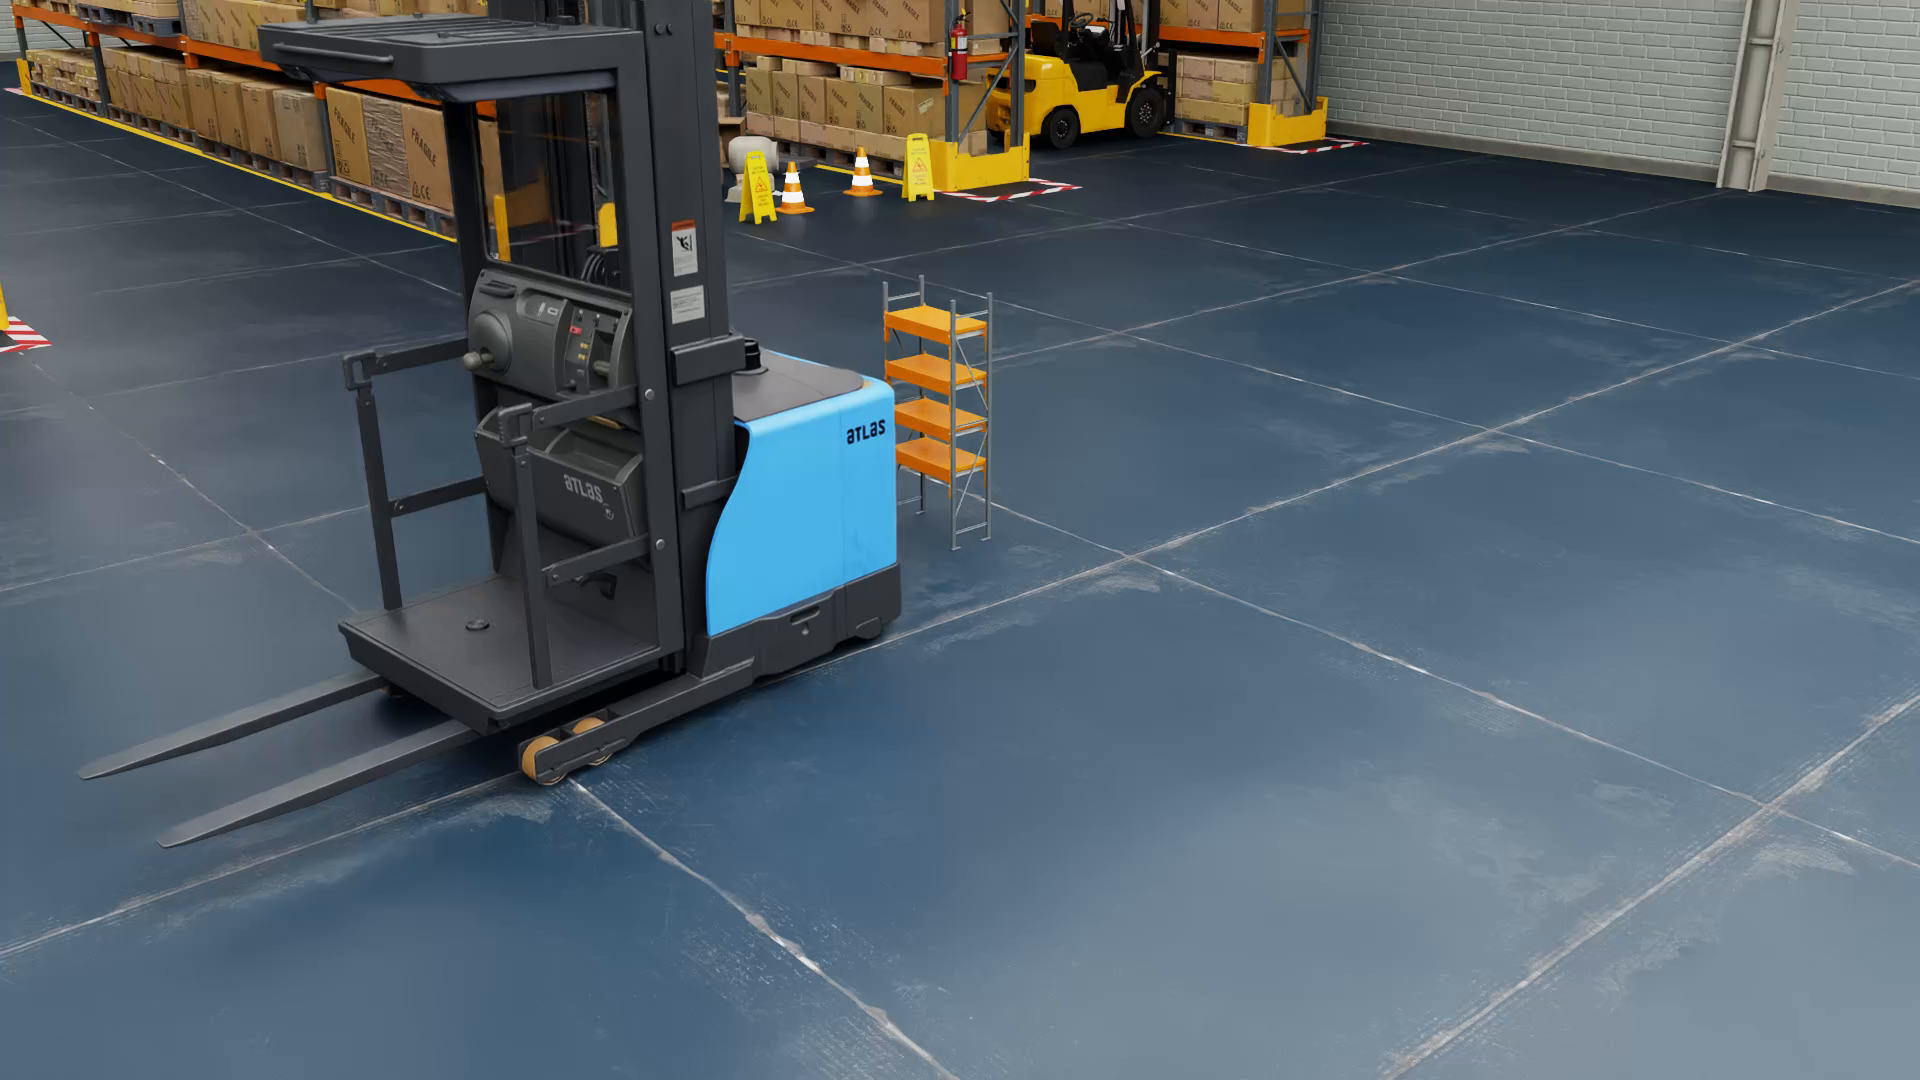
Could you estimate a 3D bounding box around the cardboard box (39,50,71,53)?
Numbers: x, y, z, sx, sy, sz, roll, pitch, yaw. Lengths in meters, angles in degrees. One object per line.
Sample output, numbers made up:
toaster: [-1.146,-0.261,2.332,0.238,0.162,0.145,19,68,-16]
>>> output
cardboard box: [-13.511,-7.232,24.854,0.380,0.149,0.250,-17,27,-36]

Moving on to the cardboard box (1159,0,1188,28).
cardboard box: [2.833,-6.736,20.931,0.500,0.500,0.500,-18,28,-38]

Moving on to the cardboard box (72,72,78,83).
cardboard box: [-12.347,-6.573,23.579,0.380,0.149,0.250,-17,27,-36]

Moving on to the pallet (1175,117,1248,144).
pallet: [3.489,-5.232,21.052,1.003,0.211,1.213,-17,27,-37]

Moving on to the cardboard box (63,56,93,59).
cardboard box: [-12.671,-6.874,23.939,0.380,0.149,0.250,-17,27,-37]

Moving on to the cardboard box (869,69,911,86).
cardboard box: [-0.749,-4.957,17.804,0.380,0.149,0.250,-16,27,-36]

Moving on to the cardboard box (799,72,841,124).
cardboard box: [-1.473,-5.000,18.802,0.500,0.500,0.500,-16,26,-35]

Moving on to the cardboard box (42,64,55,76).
cardboard box: [-13.271,-6.929,24.486,0.380,0.149,0.250,-16,27,-36]

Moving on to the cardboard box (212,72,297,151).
cardboard box: [-7.742,-4.868,18.808,1.050,0.750,0.750,-17,27,-37]

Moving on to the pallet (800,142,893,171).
pallet: [-1.084,-4.438,19.027,1.003,0.211,1.213,-17,27,-37]

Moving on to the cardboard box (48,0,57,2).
cardboard box: [-12.447,-7.788,23.210,0.500,0.500,0.500,-18,27,-38]

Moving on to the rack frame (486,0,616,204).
rack frame: [-3.423,-3.940,13.930,1.000,3.000,0.127,-17,27,-37]

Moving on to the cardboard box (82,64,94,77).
cardboard box: [-11.882,-6.498,22.978,0.380,0.149,0.250,-17,27,-37]

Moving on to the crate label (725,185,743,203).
crate label: [-2.176,-3.469,16.653,0.298,0.136,0.250,7,23,18]

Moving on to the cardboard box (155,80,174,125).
cardboard box: [-9.608,-5.446,20.626,0.500,0.500,0.500,-16,27,-35]

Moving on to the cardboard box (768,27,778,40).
cardboard box: [-1.986,-5.847,19.144,0.380,0.149,0.250,-18,27,-38]

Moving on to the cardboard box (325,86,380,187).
cardboard box: [-5.676,-4.061,16.576,0.875,0.875,0.875,-17,27,-37]

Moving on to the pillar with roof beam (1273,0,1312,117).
pillar with roof beam: [0.986,-8.504,17.358,9.100,9.000,0.400,-17,27,-37]

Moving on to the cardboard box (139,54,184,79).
cardboard box: [-9.947,-5.938,20.856,0.500,0.250,0.500,-17,27,-36]

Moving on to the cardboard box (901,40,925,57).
cardboard box: [-0.394,-5.125,17.301,0.380,0.149,0.250,-18,28,-38]

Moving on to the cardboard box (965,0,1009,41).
cardboard box: [0.162,-5.528,17.440,0.500,0.500,0.500,-18,28,-38]

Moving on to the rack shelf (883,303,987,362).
rack shelf: [-0.108,-0.970,7.739,0.258,0.148,0.480,-17,27,-37]

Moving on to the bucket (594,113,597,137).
bucket: [-4.198,-4.740,18.377,0.726,0.611,0.620,-8,13,-19]

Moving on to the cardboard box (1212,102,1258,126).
cardboard box: [3.473,-5.299,20.594,0.500,0.250,0.500,-17,27,-37]

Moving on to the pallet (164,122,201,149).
pallet: [-9.154,-5.068,20.634,1.003,0.211,1.213,-17,27,-37]

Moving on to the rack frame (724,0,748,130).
rack frame: [-2.349,-6.251,19.831,1.000,3.000,0.127,-17,27,-37]

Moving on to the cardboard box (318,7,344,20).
cardboard box: [-5.784,-5.016,16.471,0.875,0.550,0.550,-17,27,-37]

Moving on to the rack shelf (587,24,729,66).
rack shelf: [-3.655,-6.469,21.373,1.077,0.370,4.000,-17,27,-37]

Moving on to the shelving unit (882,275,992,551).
shelving unit: [-0.108,-0.604,7.882,0.258,1.200,0.503,-17,27,-37]

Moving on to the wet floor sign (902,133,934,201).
wet floor sign: [-0.425,-3.743,16.655,0.267,0.644,0.232,-8,23,-19]

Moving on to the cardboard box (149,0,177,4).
cardboard box: [-9.312,-6.395,19.560,0.380,0.149,0.250,-17,27,-36]

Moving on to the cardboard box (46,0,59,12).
cardboard box: [-12.694,-7.576,23.559,0.380,0.149,0.250,-17,27,-36]

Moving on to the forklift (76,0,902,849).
forklift: [-1.616,-0.719,5.800,1.130,2.935,3.031,19,28,39]

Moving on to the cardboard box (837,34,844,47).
cardboard box: [-1.128,-5.508,18.279,0.380,0.149,0.250,-17,27,-37]

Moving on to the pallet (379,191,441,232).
pallet: [-4.796,-3.181,15.815,1.003,0.211,1.213,-17,27,-37]

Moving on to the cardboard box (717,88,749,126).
cardboard box: [-2.694,-5.367,20.602,0.950,0.372,0.625,-17,27,-37]

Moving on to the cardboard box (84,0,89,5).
cardboard box: [-11.161,-7.040,21.614,0.380,0.149,0.250,-17,27,-37]

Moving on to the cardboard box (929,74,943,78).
cardboard box: [0.066,-7.089,24.650,0.875,0.625,0.625,-19,28,-40]

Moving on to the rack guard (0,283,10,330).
rack guard: [-7.296,-1.644,11.496,1.175,0.500,0.348,-17,27,-37]

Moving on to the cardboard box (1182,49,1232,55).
cardboard box: [3.202,-6.165,21.435,0.500,0.250,0.500,-18,27,-38]

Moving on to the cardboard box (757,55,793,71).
cardboard box: [-2.133,-5.542,19.296,0.380,0.149,0.250,-17,27,-37]

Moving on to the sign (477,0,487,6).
sign: [-3.843,-4.464,13.355,0.100,0.325,0.005,-17,27,-37]

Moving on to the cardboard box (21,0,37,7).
cardboard box: [-13.571,-7.928,24.458,0.380,0.149,0.250,-18,28,-39]

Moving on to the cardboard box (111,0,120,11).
cardboard box: [-10.328,-6.686,20.709,0.380,0.149,0.250,-19,28,-40]

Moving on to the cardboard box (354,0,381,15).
cardboard box: [-5.123,-5.201,15.464,0.875,0.550,0.550,-17,27,-37]

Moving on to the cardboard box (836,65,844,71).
cardboard box: [-1.427,-5.276,19.507,0.500,0.500,0.500,-17,27,-36]

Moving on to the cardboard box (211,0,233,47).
cardboard box: [-7.893,-5.729,18.361,0.500,0.500,0.500,-17,27,-37]

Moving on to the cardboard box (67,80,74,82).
cardboard box: [-12.565,-6.525,23.862,0.380,0.149,0.250,-17,27,-36]

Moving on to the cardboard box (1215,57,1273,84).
cardboard box: [3.483,-5.762,20.407,0.500,0.250,0.500,-16,27,-36]

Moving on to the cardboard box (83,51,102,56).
cardboard box: [-12.822,-7.208,24.793,0.380,0.149,0.250,-19,28,-39]

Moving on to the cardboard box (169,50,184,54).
cardboard box: [-9.897,-6.203,21.530,0.500,0.250,0.500,-19,28,-40]

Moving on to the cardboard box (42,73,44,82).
cardboard box: [-13.534,-6.955,24.961,0.380,0.149,0.250,-18,27,-38]

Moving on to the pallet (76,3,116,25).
pallet: [-10.867,-6.920,21.802,1.003,0.211,1.213,-17,27,-37]

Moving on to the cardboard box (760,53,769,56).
cardboard box: [-2.991,-8.205,27.671,0.500,0.500,0.500,-18,28,-39]

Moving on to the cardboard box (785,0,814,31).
cardboard box: [-1.610,-5.973,18.577,0.500,0.500,0.500,-18,28,-38]

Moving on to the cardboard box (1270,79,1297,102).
cardboard box: [3.870,-5.656,20.821,0.500,0.250,0.500,-17,27,-36]

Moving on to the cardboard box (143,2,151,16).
cardboard box: [-9.475,-6.324,19.787,0.380,0.149,0.250,-18,27,-38]

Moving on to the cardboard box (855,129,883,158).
cardboard box: [-0.802,-4.366,18.211,0.500,0.250,0.500,-17,27,-37]
